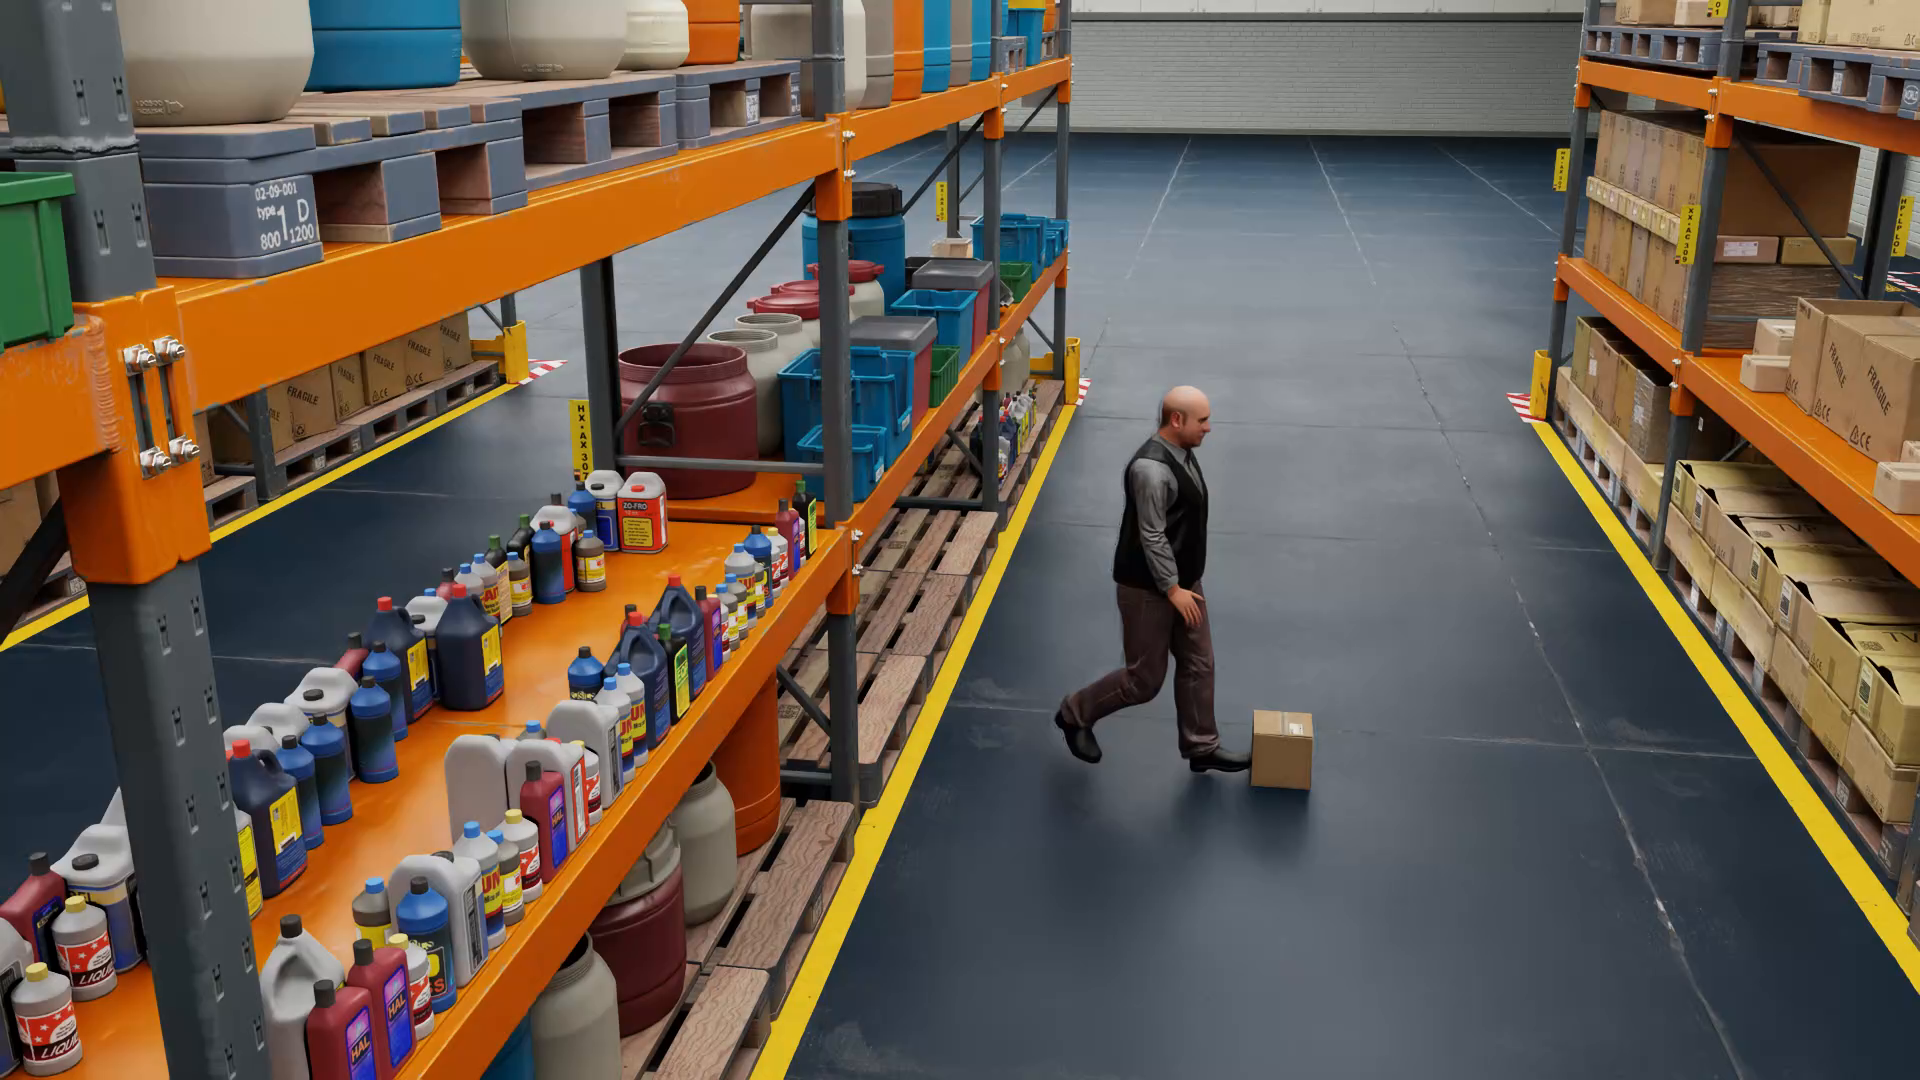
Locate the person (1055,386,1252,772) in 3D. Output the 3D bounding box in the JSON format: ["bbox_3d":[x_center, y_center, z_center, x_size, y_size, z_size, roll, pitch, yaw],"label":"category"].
[{"bbox_3d":[0.843,0.187,7.016,0.865,1.706,0.535,9,20,27],"label":"person"}]
